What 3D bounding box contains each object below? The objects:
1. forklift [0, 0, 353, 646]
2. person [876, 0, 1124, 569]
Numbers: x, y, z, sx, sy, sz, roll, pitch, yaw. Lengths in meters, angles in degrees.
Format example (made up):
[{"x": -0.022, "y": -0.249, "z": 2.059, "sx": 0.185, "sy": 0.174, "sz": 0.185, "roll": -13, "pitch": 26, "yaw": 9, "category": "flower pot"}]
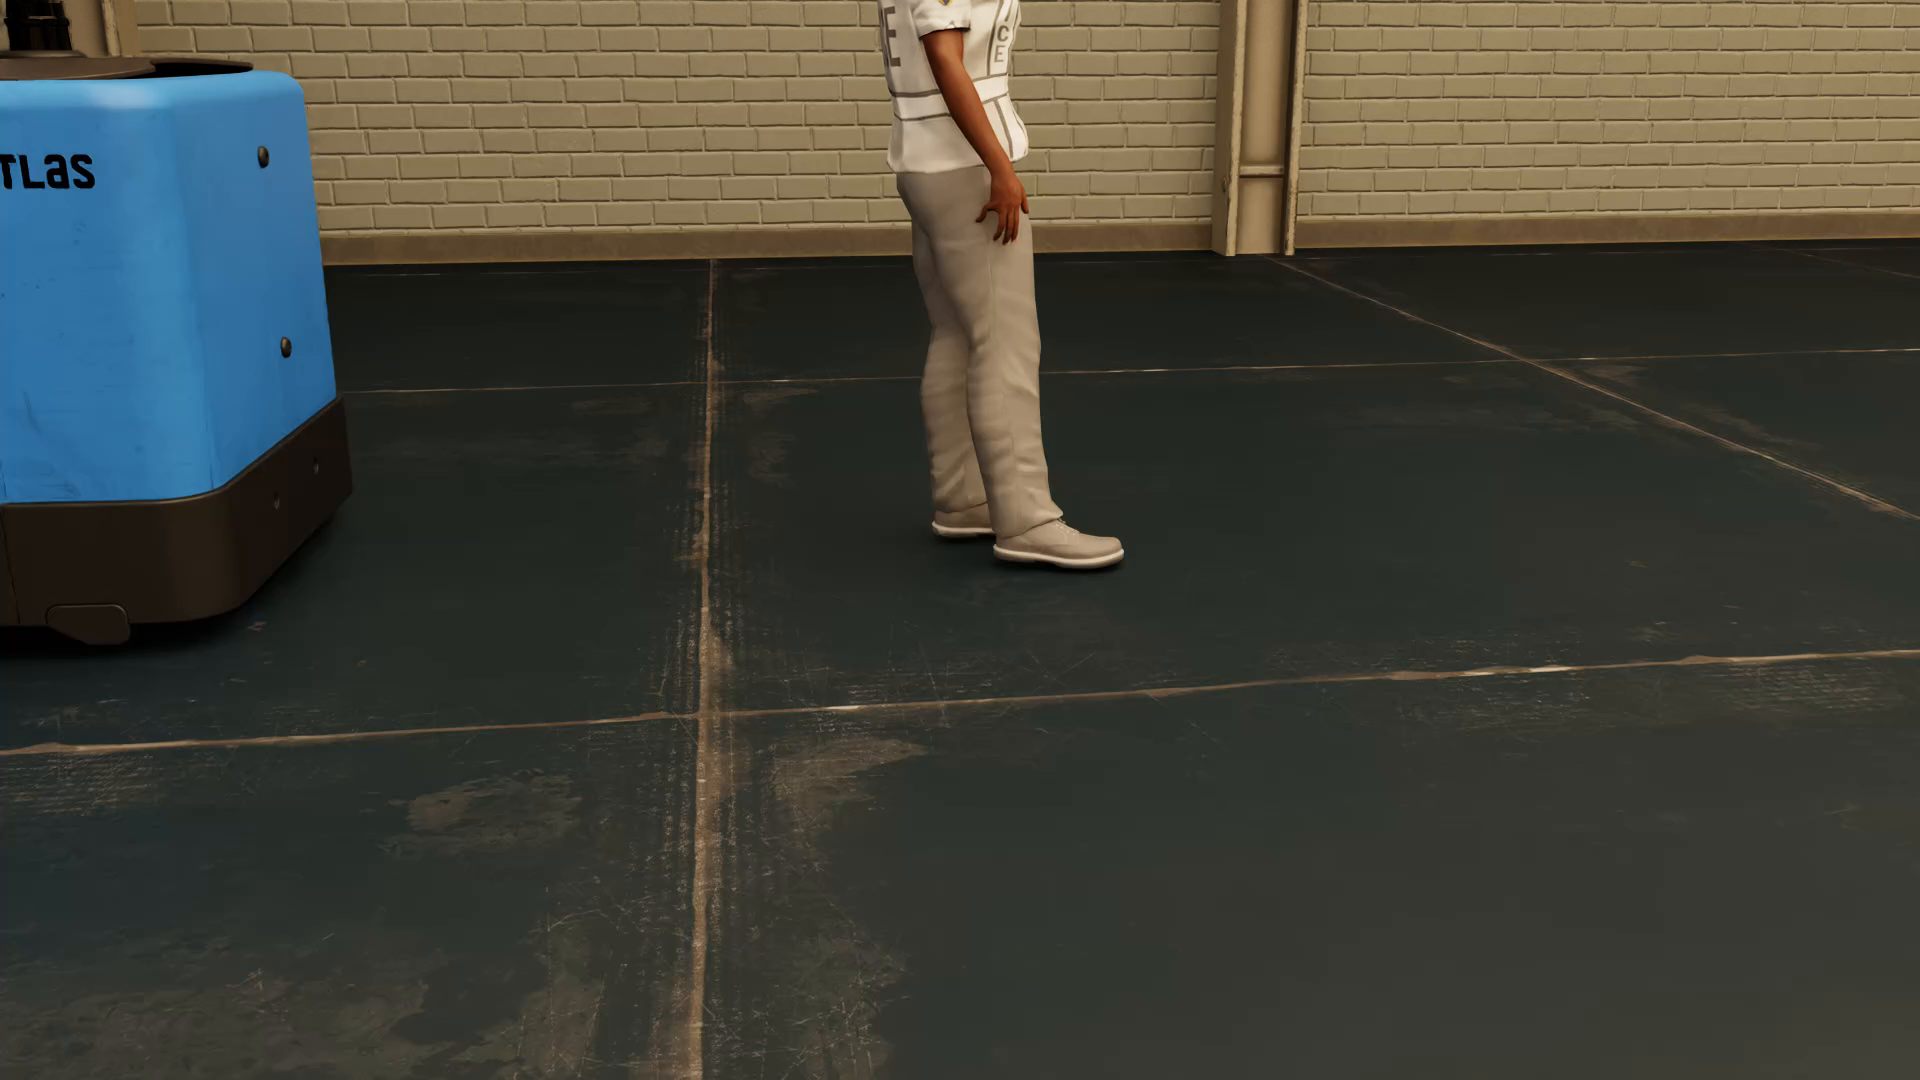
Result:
[{"x": -2.967, "y": -1.288, "z": 3.161, "sx": 3.031, "sy": 2.935, "sz": 1.130, "roll": -2, "pitch": 17, "yaw": -5, "category": "forklift"}, {"x": 0.077, "y": -0.816, "z": 3.710, "sx": 0.528, "sy": 1.695, "sz": 0.569, "roll": -2, "pitch": 17, "yaw": -8, "category": "person"}]
